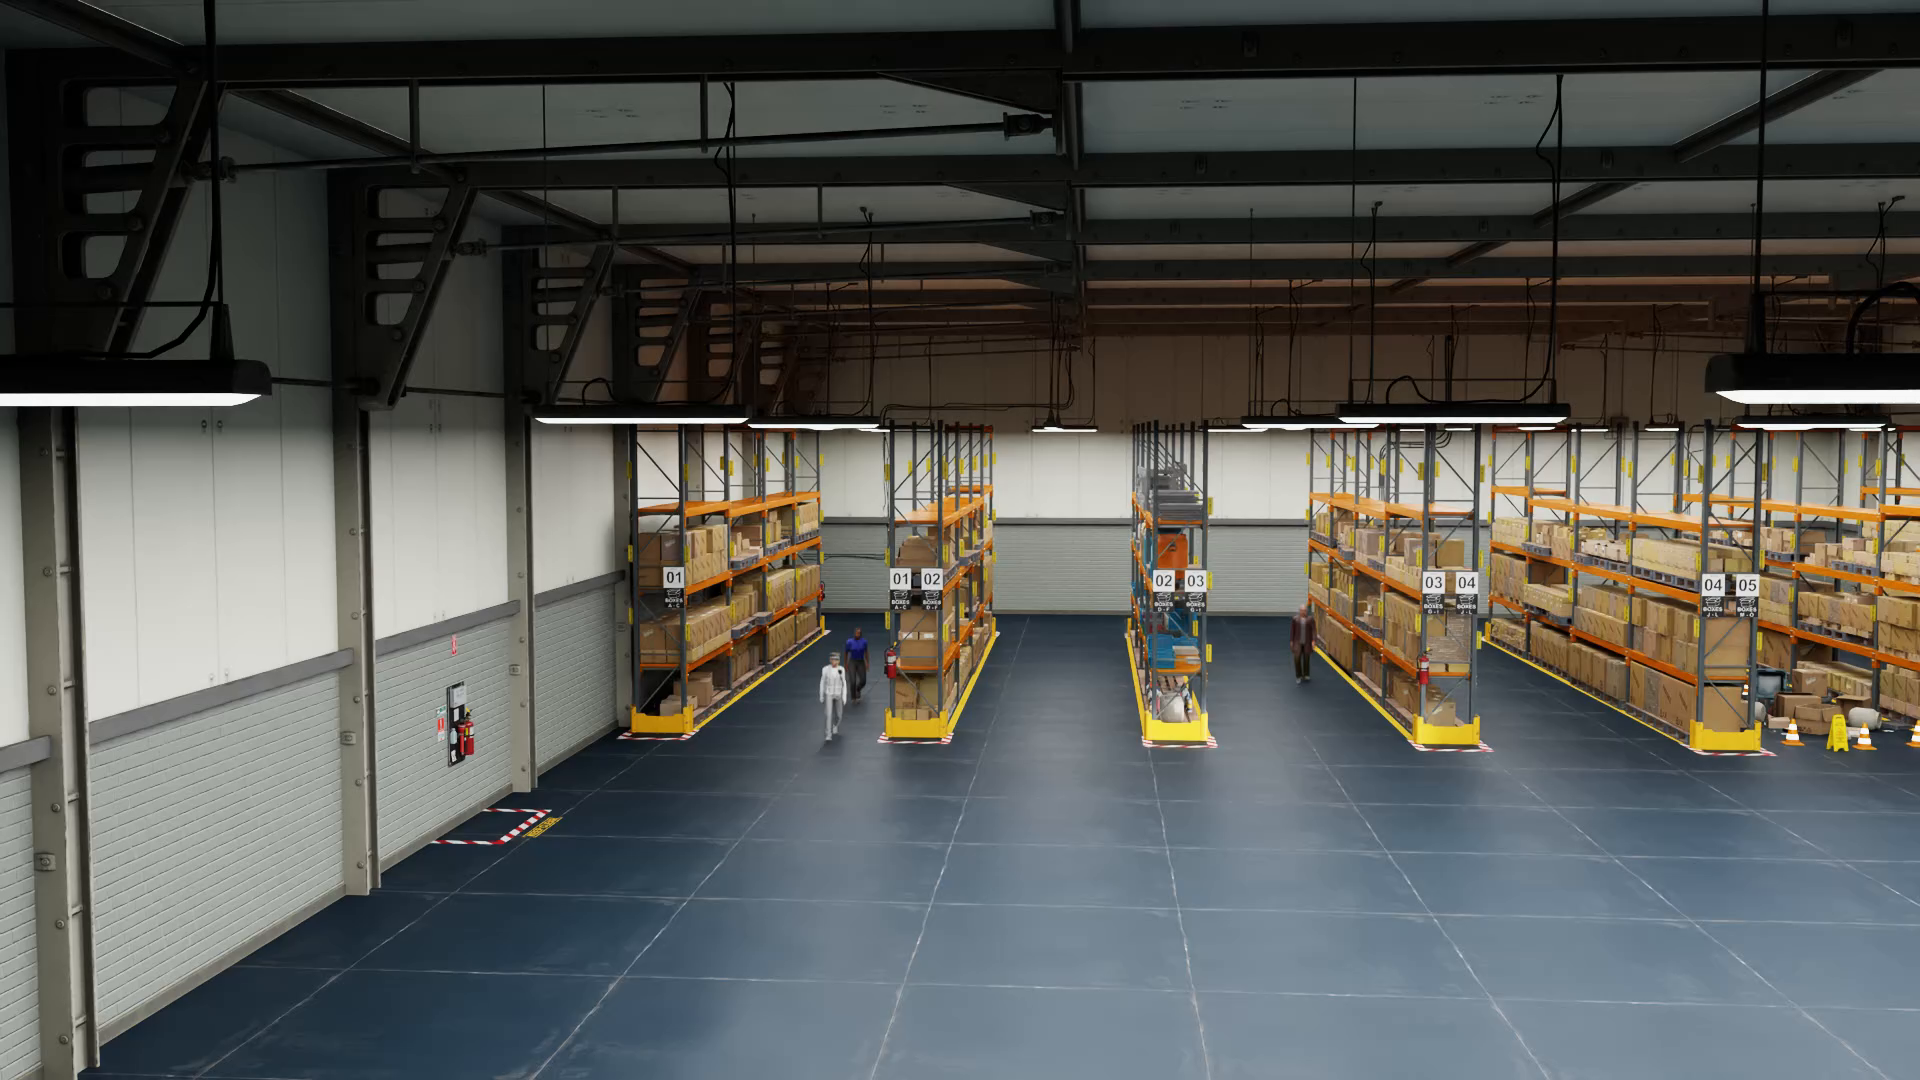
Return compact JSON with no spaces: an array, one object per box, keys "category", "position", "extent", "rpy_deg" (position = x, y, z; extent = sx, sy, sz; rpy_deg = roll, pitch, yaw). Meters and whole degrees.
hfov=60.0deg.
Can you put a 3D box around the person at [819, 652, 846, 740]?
[{"category":"person","position":[-2.400,2.922,31.360],"extent":[0.492,1.632,0.824],"rpy_deg":[-1,4,-18]}]

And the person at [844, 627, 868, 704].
[{"category":"person","position":[-2.238,2.698,35.629],"extent":[0.507,1.569,0.570],"rpy_deg":[-1,4,-16]}]

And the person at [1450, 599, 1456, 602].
[{"category":"person","position":[14.577,1.683,49.569],"extent":[0.436,1.803,0.574],"rpy_deg":[-2,4,-24]}]

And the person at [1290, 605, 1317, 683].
[{"category":"person","position":[7.964,2.420,38.551],"extent":[0.631,1.845,0.595],"rpy_deg":[1,4,15]}]
